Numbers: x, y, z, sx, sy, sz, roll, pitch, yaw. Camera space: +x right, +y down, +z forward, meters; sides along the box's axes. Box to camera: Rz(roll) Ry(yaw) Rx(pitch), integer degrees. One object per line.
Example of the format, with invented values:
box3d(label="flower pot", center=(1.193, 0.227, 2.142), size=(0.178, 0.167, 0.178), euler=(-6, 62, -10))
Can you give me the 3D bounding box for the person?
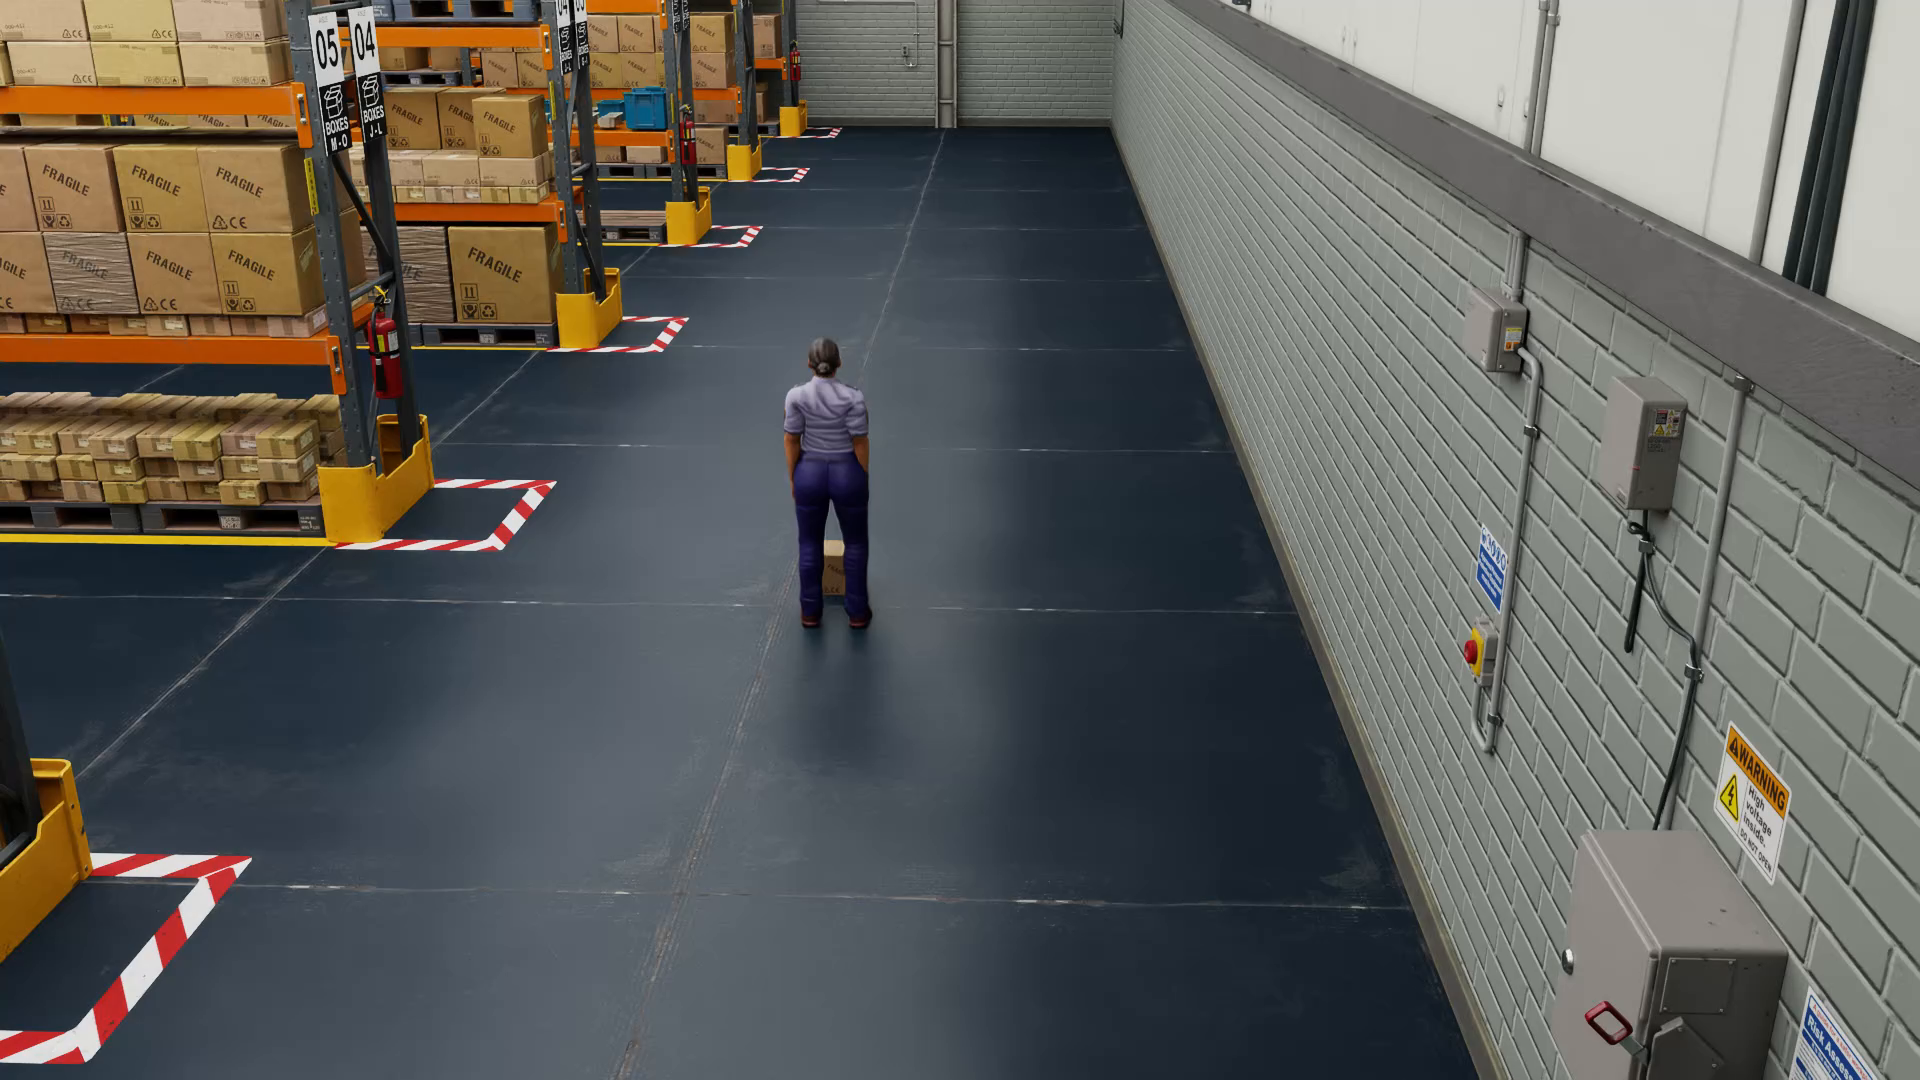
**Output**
box3d(label="person", center=(-0.724, -0.316, 9.151), size=(0.467, 1.646, 0.343), euler=(1, 21, 3))
